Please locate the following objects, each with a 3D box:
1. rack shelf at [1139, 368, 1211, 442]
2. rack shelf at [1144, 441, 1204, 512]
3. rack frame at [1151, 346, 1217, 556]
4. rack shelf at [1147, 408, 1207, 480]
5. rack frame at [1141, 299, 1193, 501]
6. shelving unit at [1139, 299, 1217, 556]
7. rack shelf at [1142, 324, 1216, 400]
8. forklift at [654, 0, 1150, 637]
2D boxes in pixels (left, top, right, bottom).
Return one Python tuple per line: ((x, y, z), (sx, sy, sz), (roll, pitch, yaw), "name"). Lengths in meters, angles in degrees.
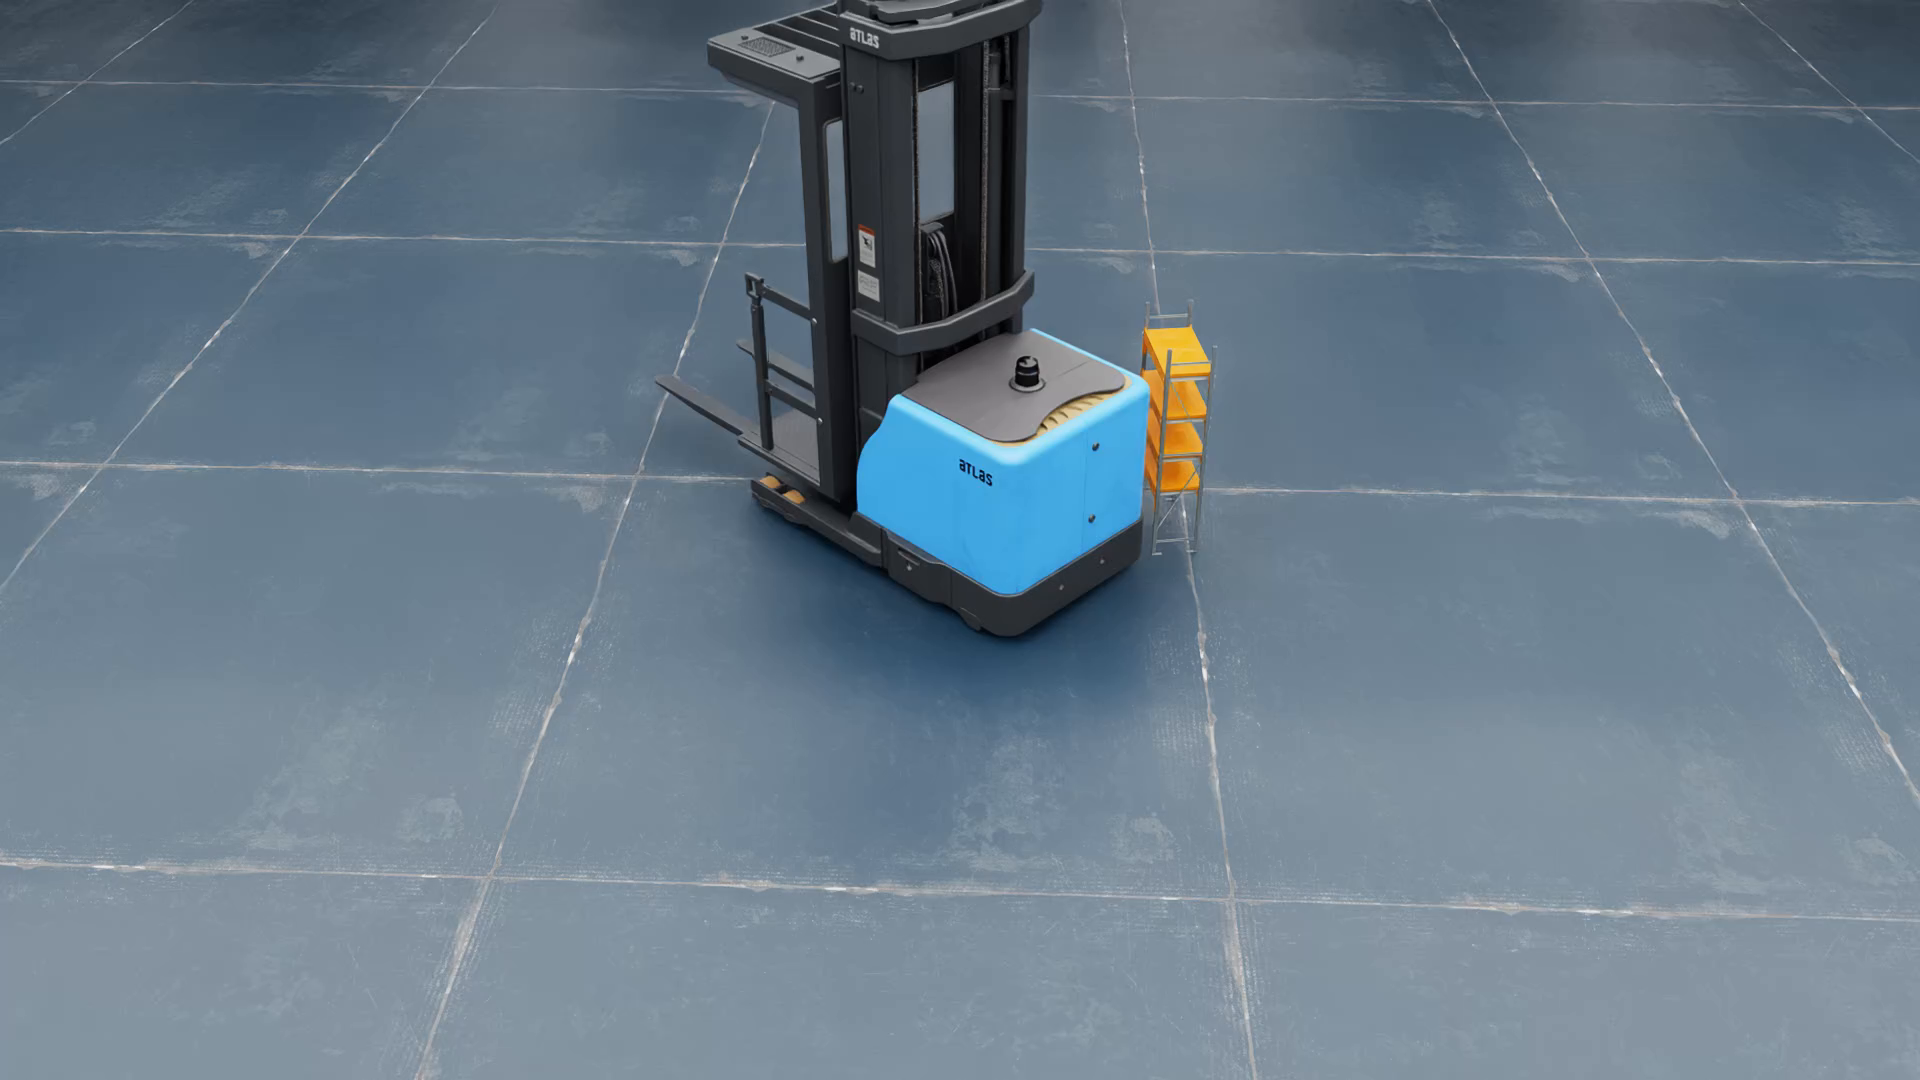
((1.076, -0.689, 8.361), (0.258, 0.148, 0.480), (-4, 35, -6), "rack shelf")
((1.076, -0.344, 8.604), (0.258, 0.148, 0.480), (-4, 35, -6), "rack shelf")
((1.106, -0.422, 8.253), (0.240, 1.200, 0.015), (-4, 35, -6), "rack frame")
((1.076, -0.506, 8.490), (0.258, 0.148, 0.480), (-4, 35, -6), "rack shelf")
((1.047, -0.701, 8.649), (0.240, 1.200, 0.015), (-4, 35, -6), "rack frame")
((1.076, -0.561, 8.451), (0.258, 1.200, 0.503), (-4, 35, -6), "shelving unit")
((1.076, -0.883, 8.225), (0.258, 0.148, 0.480), (-4, 35, -6), "rack shelf")
((-0.475, -1.482, 8.256), (3.031, 2.935, 1.130), (30, 45, 35), "forklift")
